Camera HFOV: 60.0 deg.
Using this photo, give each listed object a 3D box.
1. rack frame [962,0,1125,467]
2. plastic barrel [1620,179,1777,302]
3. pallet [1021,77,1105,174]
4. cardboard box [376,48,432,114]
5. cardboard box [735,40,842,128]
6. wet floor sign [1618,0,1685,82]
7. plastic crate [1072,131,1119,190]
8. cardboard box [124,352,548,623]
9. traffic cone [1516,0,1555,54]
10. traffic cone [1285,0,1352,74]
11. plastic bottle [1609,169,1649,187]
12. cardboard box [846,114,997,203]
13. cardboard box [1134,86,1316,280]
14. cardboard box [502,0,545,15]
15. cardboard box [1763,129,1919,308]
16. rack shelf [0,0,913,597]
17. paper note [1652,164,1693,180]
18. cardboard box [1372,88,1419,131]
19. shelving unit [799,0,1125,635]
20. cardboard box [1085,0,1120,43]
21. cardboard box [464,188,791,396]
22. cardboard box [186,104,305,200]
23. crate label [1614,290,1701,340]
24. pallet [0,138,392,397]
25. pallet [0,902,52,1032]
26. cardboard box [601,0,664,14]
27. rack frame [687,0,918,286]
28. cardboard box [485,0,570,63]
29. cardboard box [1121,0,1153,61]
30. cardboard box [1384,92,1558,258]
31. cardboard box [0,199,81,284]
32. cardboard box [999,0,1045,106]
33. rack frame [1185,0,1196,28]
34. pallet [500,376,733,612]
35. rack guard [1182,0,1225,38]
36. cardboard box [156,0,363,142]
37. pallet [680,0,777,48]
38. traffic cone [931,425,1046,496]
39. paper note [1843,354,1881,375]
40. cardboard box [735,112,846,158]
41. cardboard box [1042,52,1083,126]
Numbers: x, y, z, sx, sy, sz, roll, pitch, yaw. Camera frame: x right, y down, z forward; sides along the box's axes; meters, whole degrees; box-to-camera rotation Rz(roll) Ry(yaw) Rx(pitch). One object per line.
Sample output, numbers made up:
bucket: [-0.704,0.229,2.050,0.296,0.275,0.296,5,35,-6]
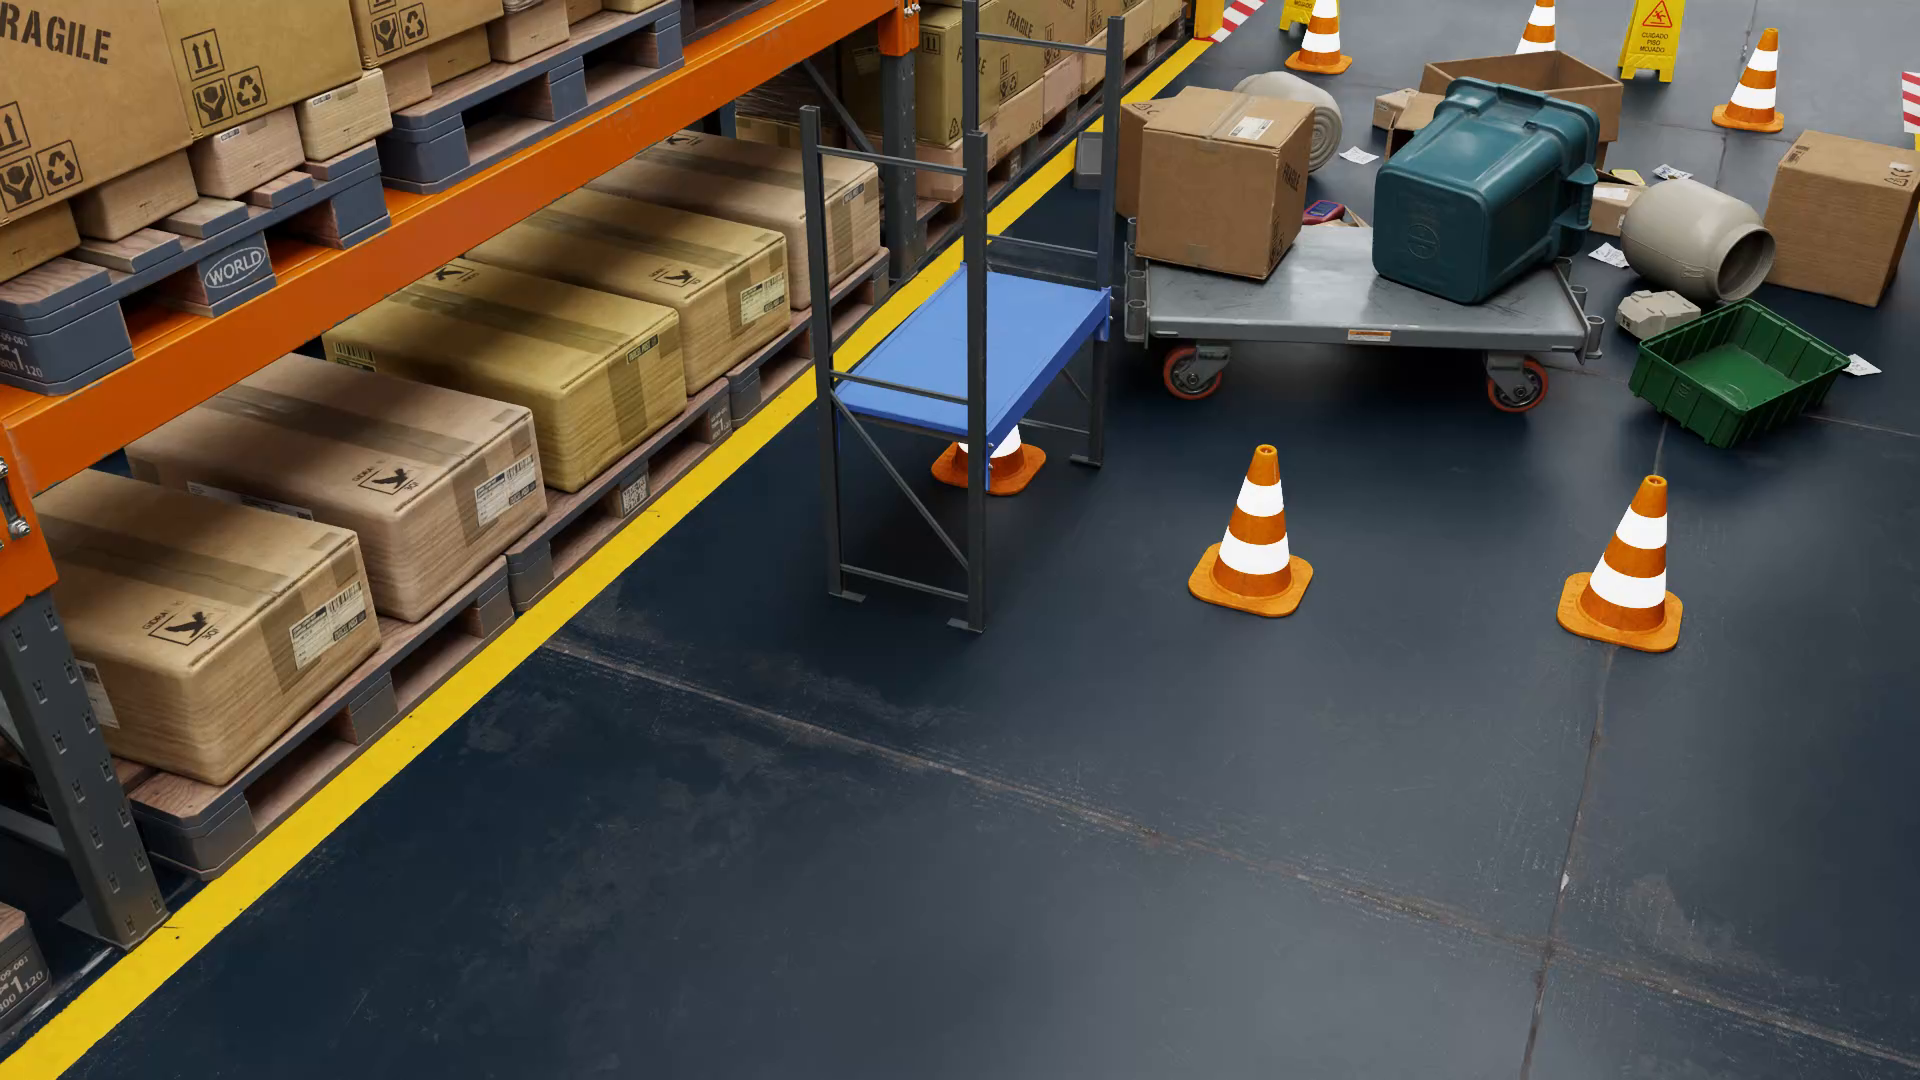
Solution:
rack frame: [0.245,-0.932,5.277,0.500,1.500,0.032,14,36,20]
plastic barrel: [2.965,-1.199,6.692,0.421,0.421,0.512,-15,36,-21]
pallet: [0.103,-2.231,8.460,1.003,0.211,1.213,14,36,20]
cardboard box: [-1.554,-1.171,4.147,0.380,0.149,0.250,16,37,23]
cardboard box: [-0.651,-2.140,7.219,0.500,0.500,0.500,14,36,20]
wet floor sign: [3.771,-2.836,8.986,0.267,0.644,0.232,8,34,12]
plastic crate: [0.747,-1.818,7.949,0.402,0.080,0.583,3,33,4]
cardboard box: [-1.781,-0.178,4.799,0.950,0.372,0.625,13,36,20]
traffic cone: [3.161,-2.781,9.069,0.336,0.463,0.334,14,36,20]
traffic cone: [2.010,-2.866,9.199,0.336,0.463,0.334,14,36,20]
plastic bottle: [3.099,-1.636,7.690,0.133,0.061,0.283,3,33,4]
cardboard box: [-0.163,-1.702,7.235,0.500,0.250,0.500,13,35,18]
cardboard box: [0.974,-1.323,6.121,0.500,0.500,0.500,14,36,20]
cardboard box: [-1.286,-1.740,4.422,0.500,0.500,0.500,13,35,19]
cardboard box: [3.601,-1.324,6.811,0.500,0.500,0.500,21,39,28]
rack shelf: [-1.492,-1.148,4.921,1.077,0.370,4.000,14,36,20]
paper note: [3.376,-1.739,7.875,0.144,0.017,0.142,29,43,36]
cardboard box: [2.305,-2.129,8.361,0.250,0.149,0.380,-21,39,-29]
shelving unit: [0.041,-0.671,4.892,0.538,1.500,1.048,14,36,20]
cardboard box: [0.488,-2.807,8.236,0.500,0.500,0.500,13,36,19]
cardboard box: [-1.170,-0.901,5.902,0.950,0.372,0.625,16,37,23]
cardboard box: [-1.718,-0.901,3.735,0.380,0.149,0.250,12,35,17]
crate label: [2.708,-0.863,6.441,0.298,0.136,0.250,-9,34,-13]
pallet: [-2.127,-0.752,3.836,1.213,0.211,1.003,14,36,20]
pallet: [-2.727,1.089,3.397,1.003,0.211,1.213,14,36,20]
cardboard box: [-1.059,-1.691,4.939,0.380,0.149,0.250,14,36,20]
rack frame: [-0.655,-2.445,6.243,1.000,3.000,0.127,14,36,20]
cardboard box: [-1.303,-1.436,4.551,0.380,0.149,0.250,15,36,22]
cardboard box: [0.701,-2.742,8.821,0.500,0.250,0.500,14,36,21]
cardboard box: [2.200,-1.526,6.995,0.797,0.637,0.503,14,36,20]
cardboard box: [-2.023,-0.642,3.340,0.380,0.149,0.250,12,35,18]
cardboard box: [0.051,-2.285,7.440,0.500,0.500,0.500,16,36,22]
rack frame: [1.019,-4.437,9.281,1.000,3.000,0.127,14,36,20]
pallet: [-1.488,-0.281,5.486,1.003,0.211,1.213,14,36,20]
rack guard: [0.987,-3.354,9.909,1.175,0.500,0.348,14,36,20]
cardboard box: [-1.718,-1.227,3.640,0.500,0.500,0.500,16,37,23]
pallet: [-1.107,-2.017,5.766,1.003,0.211,1.213,14,36,20]
traffic cone: [0.098,-0.445,5.507,0.336,0.463,0.334,14,36,20]
paper note: [3.342,-0.661,6.229,0.147,0.020,0.142,-9,34,-13]
cardboard box: [-0.652,-1.827,7.425,0.500,0.250,0.500,16,36,23]
cardboard box: [0.270,-2.236,8.049,0.500,0.250,0.500,14,36,20]
